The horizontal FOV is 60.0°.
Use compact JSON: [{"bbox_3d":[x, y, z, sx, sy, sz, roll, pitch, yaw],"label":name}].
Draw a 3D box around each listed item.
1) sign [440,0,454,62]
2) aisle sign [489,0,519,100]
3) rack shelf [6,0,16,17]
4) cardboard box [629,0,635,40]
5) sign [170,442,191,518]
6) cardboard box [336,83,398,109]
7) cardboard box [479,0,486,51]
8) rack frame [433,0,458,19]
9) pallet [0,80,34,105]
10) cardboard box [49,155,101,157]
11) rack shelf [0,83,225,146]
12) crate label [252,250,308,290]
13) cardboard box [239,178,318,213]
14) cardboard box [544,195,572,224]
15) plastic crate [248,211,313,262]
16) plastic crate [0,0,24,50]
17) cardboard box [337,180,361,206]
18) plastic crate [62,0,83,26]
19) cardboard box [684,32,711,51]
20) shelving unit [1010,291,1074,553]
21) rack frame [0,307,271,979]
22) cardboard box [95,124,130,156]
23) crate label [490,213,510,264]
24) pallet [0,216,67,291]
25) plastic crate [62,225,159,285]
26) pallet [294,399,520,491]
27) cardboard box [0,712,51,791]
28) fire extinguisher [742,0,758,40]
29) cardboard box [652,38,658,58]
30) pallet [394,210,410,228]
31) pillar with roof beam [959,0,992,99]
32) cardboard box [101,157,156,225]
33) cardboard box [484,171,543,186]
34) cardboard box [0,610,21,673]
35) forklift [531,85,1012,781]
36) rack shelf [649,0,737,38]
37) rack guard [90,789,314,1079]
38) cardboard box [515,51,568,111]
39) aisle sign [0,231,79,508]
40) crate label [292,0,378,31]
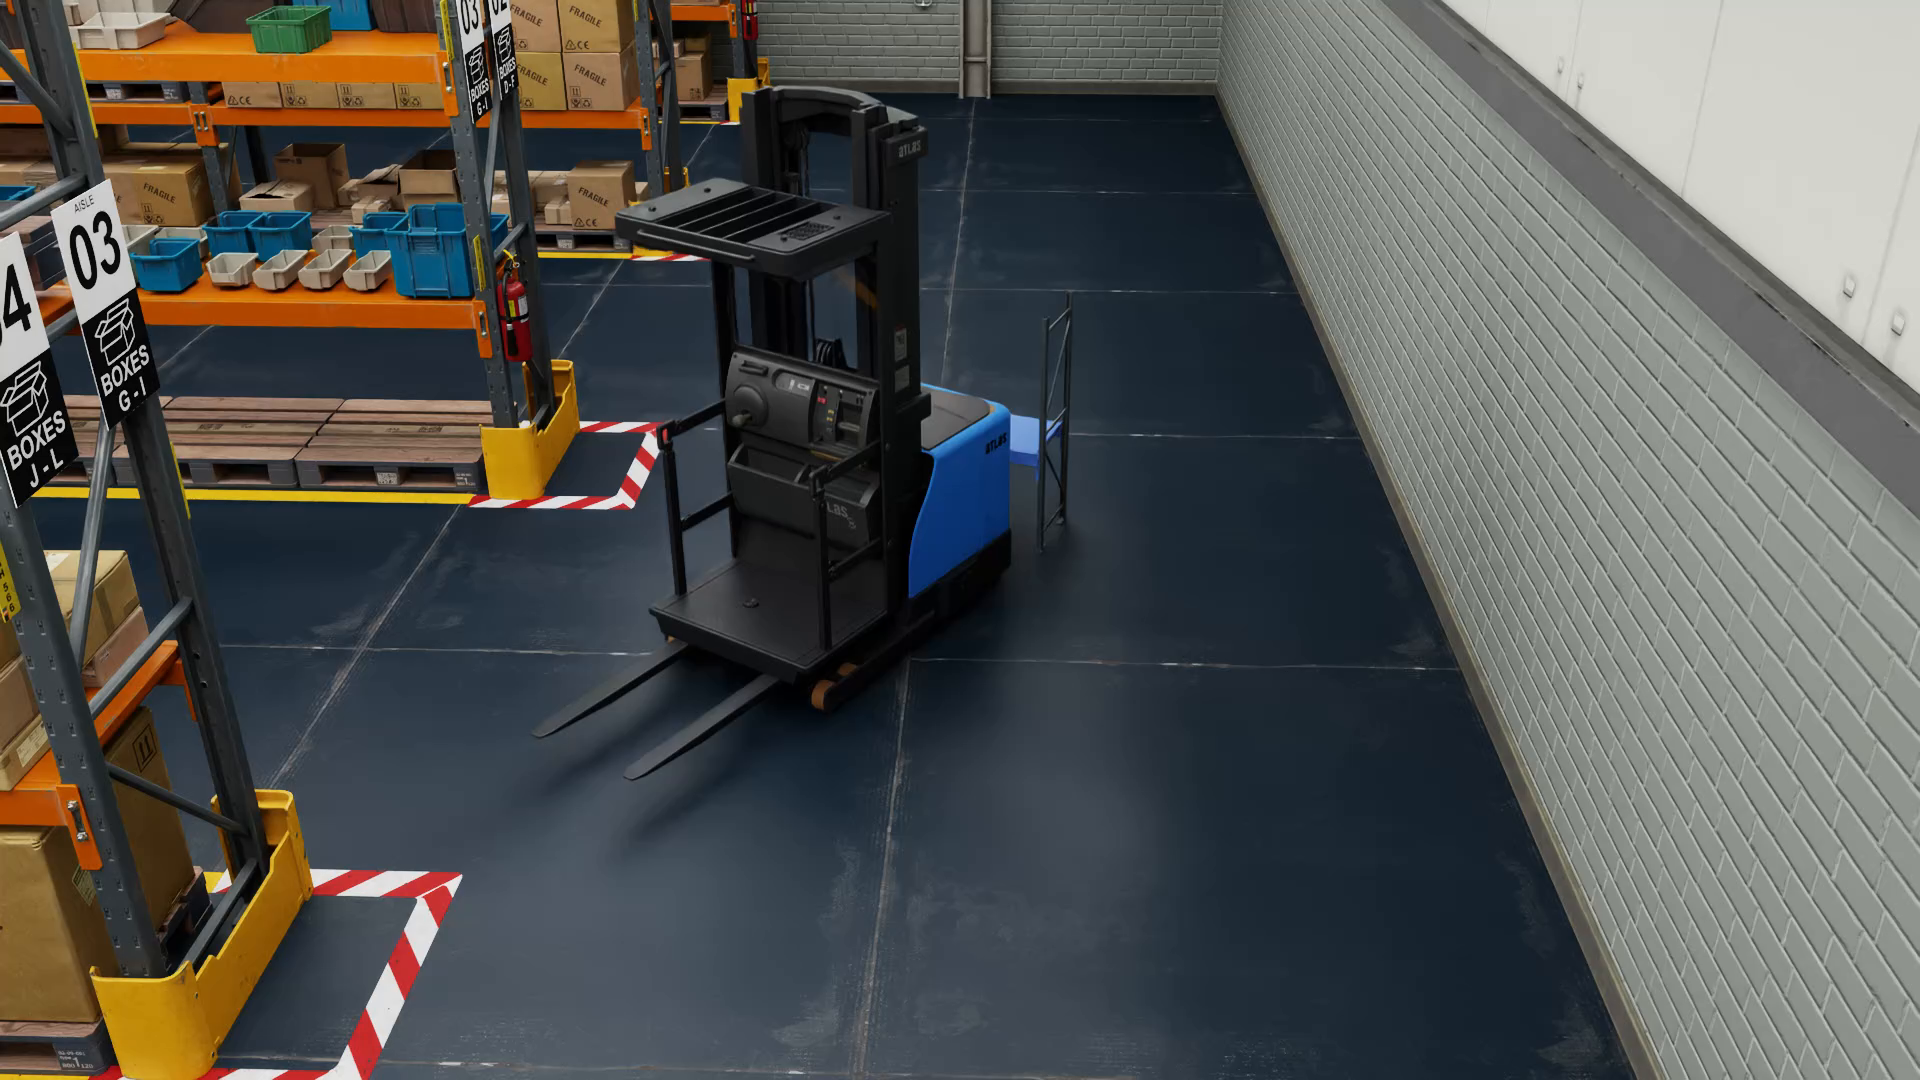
[{"bbox_3d":[-2.892,-2.875,9.379,0.005,0.325,0.100,1,28,2],"label":"sign"},{"bbox_3d":[-2.806,-3.140,10.195,0.004,0.787,0.394,1,28,2],"label":"aisle sign"},{"bbox_3d":[-5.062,-1.724,5.090,4.000,0.370,1.077,1,28,2],"label":"rack shelf"},{"bbox_3d":[-3.144,-4.788,14.906,0.500,0.500,0.500,2,28,3],"label":"cardboard box"},{"bbox_3d":[-3.038,-0.212,6.439,0.005,0.325,0.100,1,28,2],"label":"sign"},{"bbox_3d":[-5.196,-4.130,14.731,0.500,0.500,0.500,1,28,2],"label":"cardboard box"},{"bbox_3d":[-4.188,-4.551,14.458,0.500,0.500,0.500,2,28,3],"label":"cardboard box"},{"bbox_3d":[-2.889,-4.504,9.138,0.127,3.000,1.000,1,28,2],"label":"rack frame"},{"bbox_3d":[-8.762,-4.189,15.155,1.213,0.211,1.003,1,28,2],"label":"pallet"},{"bbox_3d":[-8.215,-3.465,15.784,0.500,0.500,0.500,1,28,2],"label":"cardboard box"},{"bbox_3d":[-8.707,-3.953,15.273,4.000,0.370,1.077,1,28,2],"label":"rack shelf"},{"bbox_3d":[-4.278,-1.697,10.466,0.243,0.136,0.396,1,28,2],"label":"crate label"},{"bbox_3d":[-6.296,-3.136,15.364,0.500,0.311,0.500,1,28,2],"label":"cardboard box"},{"bbox_3d":[-3.664,-3.057,15.369,0.250,0.166,0.380,1,28,2],"label":"cardboard box"},{"bbox_3d":[-4.440,-1.986,10.908,0.300,0.233,0.416,1,28,2],"label":"plastic crate"},{"bbox_3d":[-5.655,-3.038,9.715,0.590,0.269,0.497,1,28,2],"label":"plastic crate"},{"bbox_3d":[-5.751,-3.318,15.881,0.250,0.149,0.380,1,28,2],"label":"cardboard box"},{"bbox_3d":[-5.602,-3.285,10.324,0.466,0.136,0.293,1,28,2],"label":"plastic crate"},{"bbox_3d":[-3.110,-5.915,19.733,0.250,0.149,0.380,1,28,2],"label":"cardboard box"},{"bbox_3d":[0.093,-0.783,10.127,1.048,1.500,0.538,10,30,19],"label":"shelving unit"},{"bbox_3d":[-3.064,0.465,6.170,0.127,3.000,1.000,1,28,2],"label":"rack frame"},{"bbox_3d":[-8.182,-3.798,15.610,0.500,0.250,0.500,1,28,2],"label":"cardboard box"},{"bbox_3d":[-3.124,-1.964,10.867,0.303,0.233,0.416,1,28,2],"label":"crate label"},{"bbox_3d":[-3.805,-0.828,5.502,1.213,0.211,1.003,1,28,2],"label":"pallet"},{"bbox_3d":[-5.367,-1.782,10.472,0.530,0.282,0.437,1,28,2],"label":"plastic crate"},{"bbox_3d":[-3.712,-0.653,11.257,1.213,0.211,1.003,1,28,2],"label":"pallet"},{"bbox_3d":[-3.431,0.724,5.949,0.250,0.149,0.380,1,28,3],"label":"cardboard box"},{"bbox_3d":[-2.405,-6.073,18.985,0.183,0.674,0.296,1,28,2],"label":"fire extinguisher"},{"bbox_3d":[-3.632,-5.744,19.410,0.250,0.149,0.380,2,28,3],"label":"cardboard box"},{"bbox_3d":[-4.799,-2.975,15.637,1.213,0.211,1.003,1,28,2],"label":"pallet"},{"bbox_3d":[0.038,-7.486,14.765,0.400,9.000,9.100,1,28,2],"label":"pillar with roof beam"},{"bbox_3d":[-7.705,-3.214,15.309,0.500,0.500,0.500,1,28,2],"label":"cardboard box"},{"bbox_3d":[-4.243,-3.310,15.757,0.500,0.250,0.500,1,28,2],"label":"cardboard box"},{"bbox_3d":[-3.560,0.184,5.743,0.500,0.500,0.500,1,28,2],"label":"cardboard box"},{"bbox_3d":[-0.942,-0.662,8.369,1.130,2.935,3.031,18,33,30],"label":"forklift"},{"bbox_3d":[-4.538,-6.206,19.522,4.000,0.370,1.077,1,28,2],"label":"rack shelf"},{"bbox_3d":[-3.040,1.570,6.755,0.348,0.500,1.175,1,28,2],"label":"rack guard"},{"bbox_3d":[-3.686,-4.103,14.680,0.500,0.500,0.500,1,28,2],"label":"cardboard box"},{"bbox_3d":[-3.002,-0.542,5.294,0.004,0.787,0.394,1,28,2],"label":"aisle sign"},{"bbox_3d":[-3.799,-3.279,10.190,0.502,0.251,0.408,1,28,2],"label":"crate label"}]
